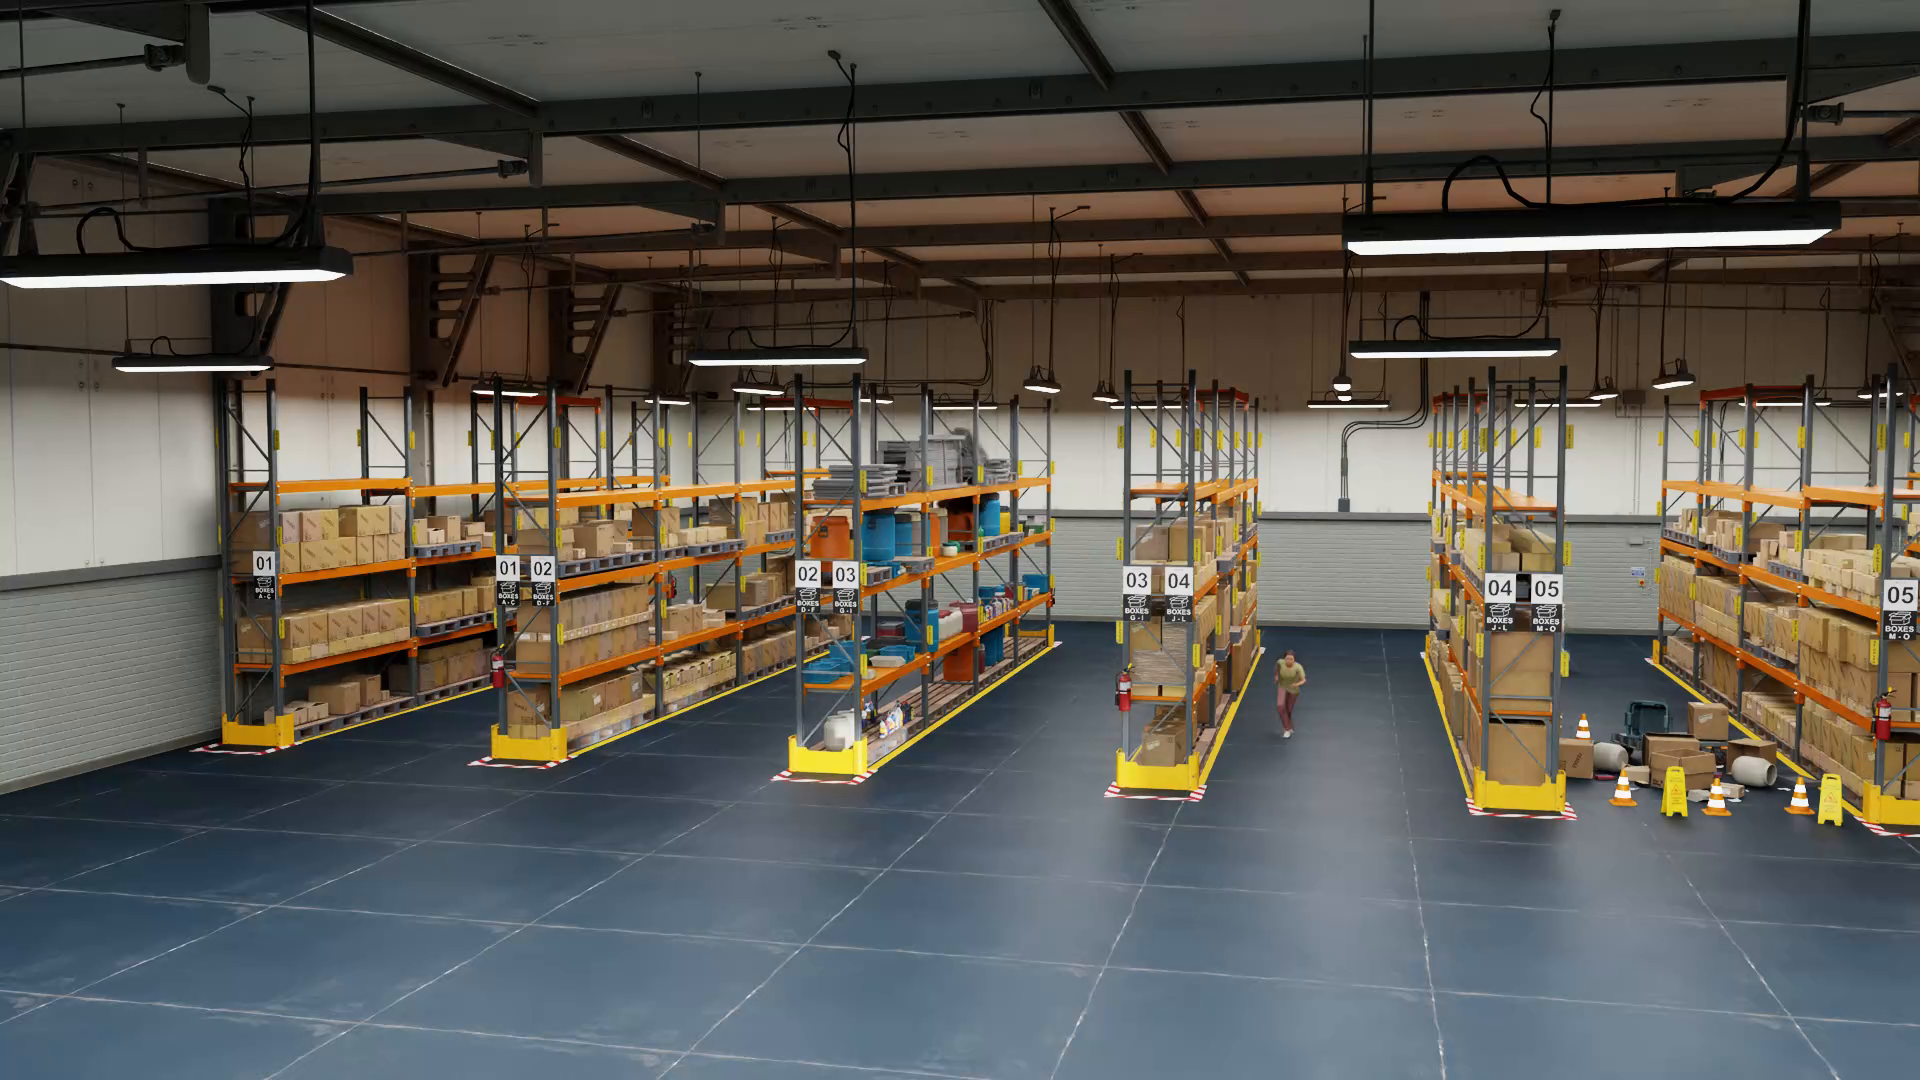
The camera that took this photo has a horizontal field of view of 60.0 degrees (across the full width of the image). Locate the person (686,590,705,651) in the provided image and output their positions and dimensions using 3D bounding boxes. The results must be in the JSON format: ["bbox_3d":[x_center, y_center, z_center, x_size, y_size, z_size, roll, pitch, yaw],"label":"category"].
[{"bbox_3d":[-6.040,1.901,37.566,0.609,1.657,0.602,1,4,12],"label":"person"}]

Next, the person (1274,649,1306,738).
[{"bbox_3d":[5.575,2.607,28.080,0.562,1.342,1.065,1,4,15],"label":"person"}]

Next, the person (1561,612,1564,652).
[{"bbox_3d":[13.083,1.946,36.683,0.659,1.734,0.825,-1,4,-18],"label":"person"}]
